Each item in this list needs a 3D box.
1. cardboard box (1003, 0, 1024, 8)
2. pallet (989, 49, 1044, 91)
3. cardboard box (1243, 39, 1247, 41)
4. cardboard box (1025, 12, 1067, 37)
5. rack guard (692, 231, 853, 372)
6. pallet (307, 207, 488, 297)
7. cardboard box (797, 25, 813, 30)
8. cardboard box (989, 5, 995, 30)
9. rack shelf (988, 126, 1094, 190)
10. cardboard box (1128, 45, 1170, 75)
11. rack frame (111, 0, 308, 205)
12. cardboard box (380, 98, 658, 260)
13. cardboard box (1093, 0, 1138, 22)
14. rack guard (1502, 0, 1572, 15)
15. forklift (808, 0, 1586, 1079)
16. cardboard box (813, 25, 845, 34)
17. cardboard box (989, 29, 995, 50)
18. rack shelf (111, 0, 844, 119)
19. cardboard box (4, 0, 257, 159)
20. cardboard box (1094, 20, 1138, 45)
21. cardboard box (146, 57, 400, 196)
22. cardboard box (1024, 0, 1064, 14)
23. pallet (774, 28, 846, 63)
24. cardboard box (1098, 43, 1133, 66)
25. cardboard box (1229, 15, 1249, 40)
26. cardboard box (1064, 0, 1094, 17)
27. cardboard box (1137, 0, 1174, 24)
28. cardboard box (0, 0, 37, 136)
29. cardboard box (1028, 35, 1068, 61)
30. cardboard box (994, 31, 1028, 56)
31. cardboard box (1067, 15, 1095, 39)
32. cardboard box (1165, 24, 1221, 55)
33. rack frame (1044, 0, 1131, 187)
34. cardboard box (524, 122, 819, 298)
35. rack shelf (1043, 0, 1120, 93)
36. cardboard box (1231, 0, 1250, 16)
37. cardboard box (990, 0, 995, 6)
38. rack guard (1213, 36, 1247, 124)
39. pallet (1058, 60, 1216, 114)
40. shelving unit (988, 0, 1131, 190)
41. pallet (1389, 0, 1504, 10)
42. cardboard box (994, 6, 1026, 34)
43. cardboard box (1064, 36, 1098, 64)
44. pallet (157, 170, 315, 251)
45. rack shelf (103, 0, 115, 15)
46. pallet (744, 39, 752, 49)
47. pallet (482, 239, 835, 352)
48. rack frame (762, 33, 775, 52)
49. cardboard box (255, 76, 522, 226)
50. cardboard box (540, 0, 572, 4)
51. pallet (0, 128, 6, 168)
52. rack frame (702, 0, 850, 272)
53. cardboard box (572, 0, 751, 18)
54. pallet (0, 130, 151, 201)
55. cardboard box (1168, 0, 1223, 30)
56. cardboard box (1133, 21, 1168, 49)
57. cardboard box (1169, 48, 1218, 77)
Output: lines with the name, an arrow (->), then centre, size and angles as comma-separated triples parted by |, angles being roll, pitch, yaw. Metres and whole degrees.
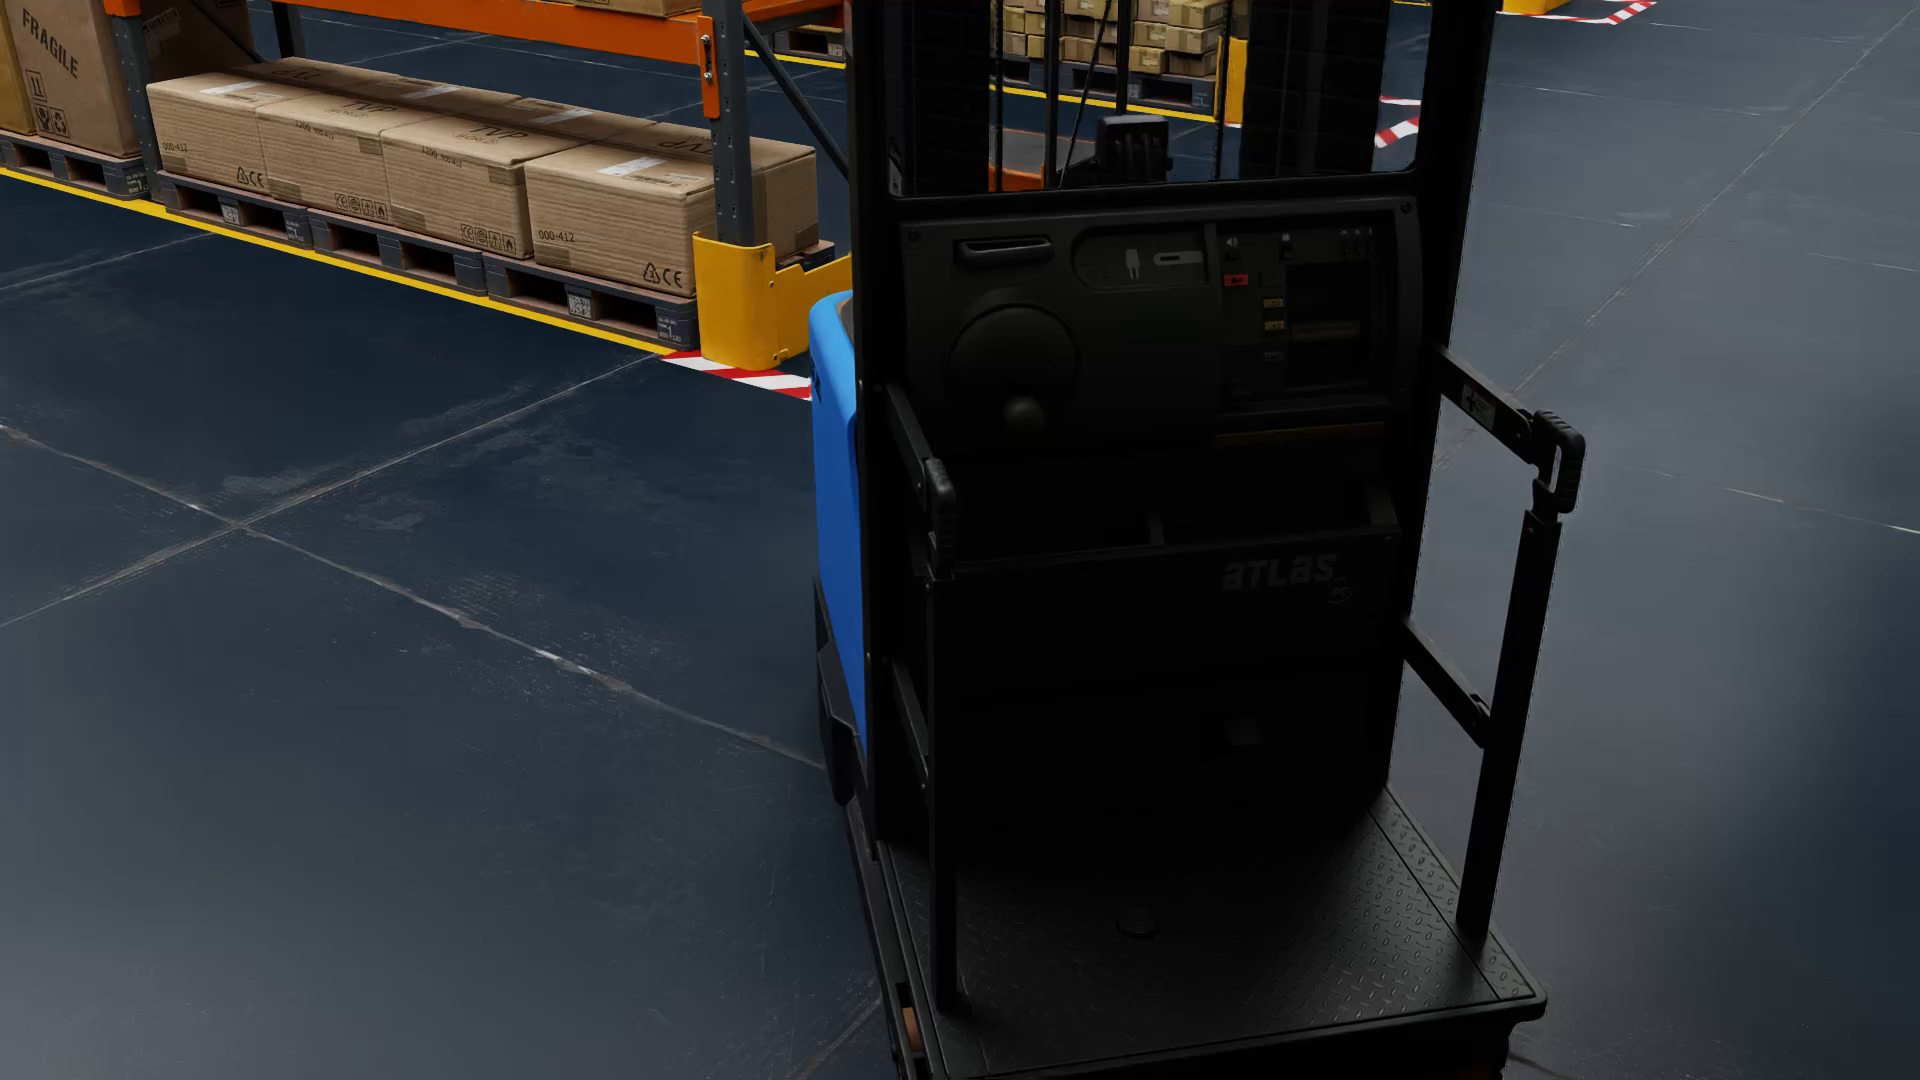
cardboard box -> 0.477, -3.710, 11.256 | 0.250, 0.149, 0.380 | 16, 31, 29
pallet -> 0.388, -3.446, 11.789 | 1.213, 0.211, 1.003 | 17, 32, 30
cardboard box -> 1.851, -3.305, 11.117 | 0.250, 0.149, 0.380 | 18, 32, 31
cardboard box -> 0.642, -3.473, 11.120 | 0.250, 0.149, 0.380 | 18, 32, 31
rack guard -> -0.597, -1.137, 6.934 | 0.348, 0.500, 1.175 | 17, 32, 30
pallet -> -2.322, -1.504, 7.974 | 1.213, 0.211, 1.003 | 17, 32, 30
cardboard box -> -1.077, -3.864, 12.216 | 0.250, 0.149, 0.380 | 16, 31, 28
cardboard box -> 0.198, -3.606, 11.381 | 0.250, 0.149, 0.380 | 18, 32, 31
rack shelf -> 0.136, -0.881, 4.696 | 0.480, 0.518, 0.431 | 17, 32, 30
cardboard box -> 1.281, -3.136, 10.786 | 0.250, 0.149, 0.380 | 18, 32, 32
rack frame -> -3.914, -3.285, 8.397 | 0.127, 3.000, 1.000 | 17, 32, 30
cardboard box -> -1.977, -1.667, 7.580 | 0.875, 0.438, 0.875 | 18, 32, 32
cardboard box -> 1.062, -3.462, 10.770 | 0.250, 0.149, 0.380 | 17, 31, 29
rack guard -> 5.013, -4.842, 14.214 | 0.348, 0.500, 1.175 | 17, 32, 30
forklift -> 0.404, -0.350, 2.706 | 1.130, 2.935, 3.031 | -5, 27, -10
cardboard box -> -0.858, -3.796, 12.082 | 0.250, 0.149, 0.380 | 18, 32, 32
cardboard box -> 0.275, -3.507, 11.515 | 0.250, 0.149, 0.380 | 18, 32, 32
rack shelf -> -2.266, -2.451, 7.551 | 4.000, 0.370, 1.077 | 17, 32, 30
cardboard box -> -4.471, -2.654, 9.038 | 0.875, 0.875, 0.875 | 18, 32, 32
cardboard box -> 1.076, -3.345, 10.868 | 0.250, 0.149, 0.380 | 16, 31, 28
cardboard box -> -3.458, -2.129, 8.488 | 0.875, 0.438, 0.875 | 17, 31, 30
cardboard box -> 0.632, -3.600, 11.042 | 0.250, 0.149, 0.380 | 19, 32, 32
pallet -> -0.621, -3.759, 12.404 | 1.213, 0.211, 1.003 | 17, 32, 30
cardboard box -> 1.112, -3.236, 10.982 | 0.250, 0.149, 0.380 | 17, 32, 30
cardboard box -> 1.816, -3.414, 11.003 | 0.250, 0.149, 0.380 | 19, 32, 32
cardboard box -> 0.885, -3.552, 10.947 | 0.250, 0.149, 0.380 | 16, 31, 28
cardboard box -> 1.348, -3.443, 10.733 | 0.250, 0.149, 0.380 | 18, 32, 31
cardboard box -> -5.220, -2.883, 9.488 | 0.875, 0.875, 0.875 | 18, 32, 32
cardboard box -> 0.655, -3.337, 11.180 | 0.250, 0.149, 0.380 | 16, 31, 28
cardboard box -> 0.441, -3.415, 11.332 | 0.250, 0.149, 0.380 | 18, 32, 31
cardboard box -> 0.913, -3.452, 11.079 | 0.250, 0.149, 0.380 | 17, 31, 30
cardboard box -> 1.505, -3.212, 10.607 | 0.250, 0.149, 0.380 | 16, 31, 29
rack frame -> 0.338, -0.831, 4.567 | 0.015, 2.100, 0.400 | 17, 32, 30
cardboard box -> -1.218, -1.435, 7.124 | 0.875, 0.438, 0.875 | 16, 31, 29
rack shelf -> 0.136, -1.505, 4.379 | 0.480, 0.518, 0.431 | 17, 32, 30
cardboard box -> 1.863, -3.577, 10.997 | 0.250, 0.149, 0.380 | 16, 31, 28
cardboard box -> 0.245, -3.766, 11.368 | 0.250, 0.149, 0.380 | 17, 32, 31
rack guard -> 2.039, -3.040, 10.672 | 0.348, 0.500, 1.175 | 17, 32, 30
pallet -> 1.390, -3.133, 11.173 | 1.213, 0.211, 1.003 | 17, 32, 30
shelving unit -> 0.136, -0.893, 4.690 | 0.503, 2.100, 0.431 | 17, 32, 30
pallet -> 4.290, -4.896, 14.638 | 1.213, 0.211, 1.003 | 17, 32, 30
cardboard box -> 0.441, -3.546, 11.263 | 0.250, 0.149, 0.380 | 19, 33, 33
cardboard box -> 0.901, -3.295, 11.097 | 0.250, 0.149, 0.380 | 18, 32, 31
pallet -> -3.332, -1.817, 8.589 | 1.213, 0.211, 1.003 | 17, 32, 30
rack shelf -> -5.563, -3.478, 9.570 | 4.000, 0.370, 1.077 | 17, 32, 30
pallet -> -1.838, -4.118, 13.109 | 1.213, 0.211, 1.003 | 17, 32, 30
pallet -> -1.321, -1.191, 7.357 | 1.213, 0.211, 1.003 | 17, 32, 30
rack frame -> -1.195, -5.161, 12.085 | 0.127, 3.000, 1.000 | 17, 32, 30
cardboard box -> -2.719, -1.899, 8.036 | 0.875, 0.438, 0.875 | 16, 31, 29
cardboard box -> -1.570, -2.462, 6.670 | 0.500, 0.500, 0.500 | 17, 31, 29
pallet -> -5.603, -2.525, 9.979 | 1.213, 0.211, 1.003 | 17, 32, 30
rack frame -> -0.617, -2.258, 6.379 | 0.127, 3.000, 1.000 | 17, 32, 30
cardboard box -> -1.165, -2.327, 6.405 | 0.500, 0.500, 0.500 | 18, 32, 31
pallet -> -4.593, -2.212, 9.364 | 1.213, 0.211, 1.003 | 17, 32, 30
cardboard box -> 1.522, -3.357, 10.564 | 0.250, 0.149, 0.380 | 18, 32, 31
cardboard box -> 1.320, -3.299, 10.778 | 0.250, 0.149, 0.380 | 16, 31, 29
cardboard box -> 1.550, -3.108, 10.730 | 0.250, 0.149, 0.380 | 18, 32, 31
